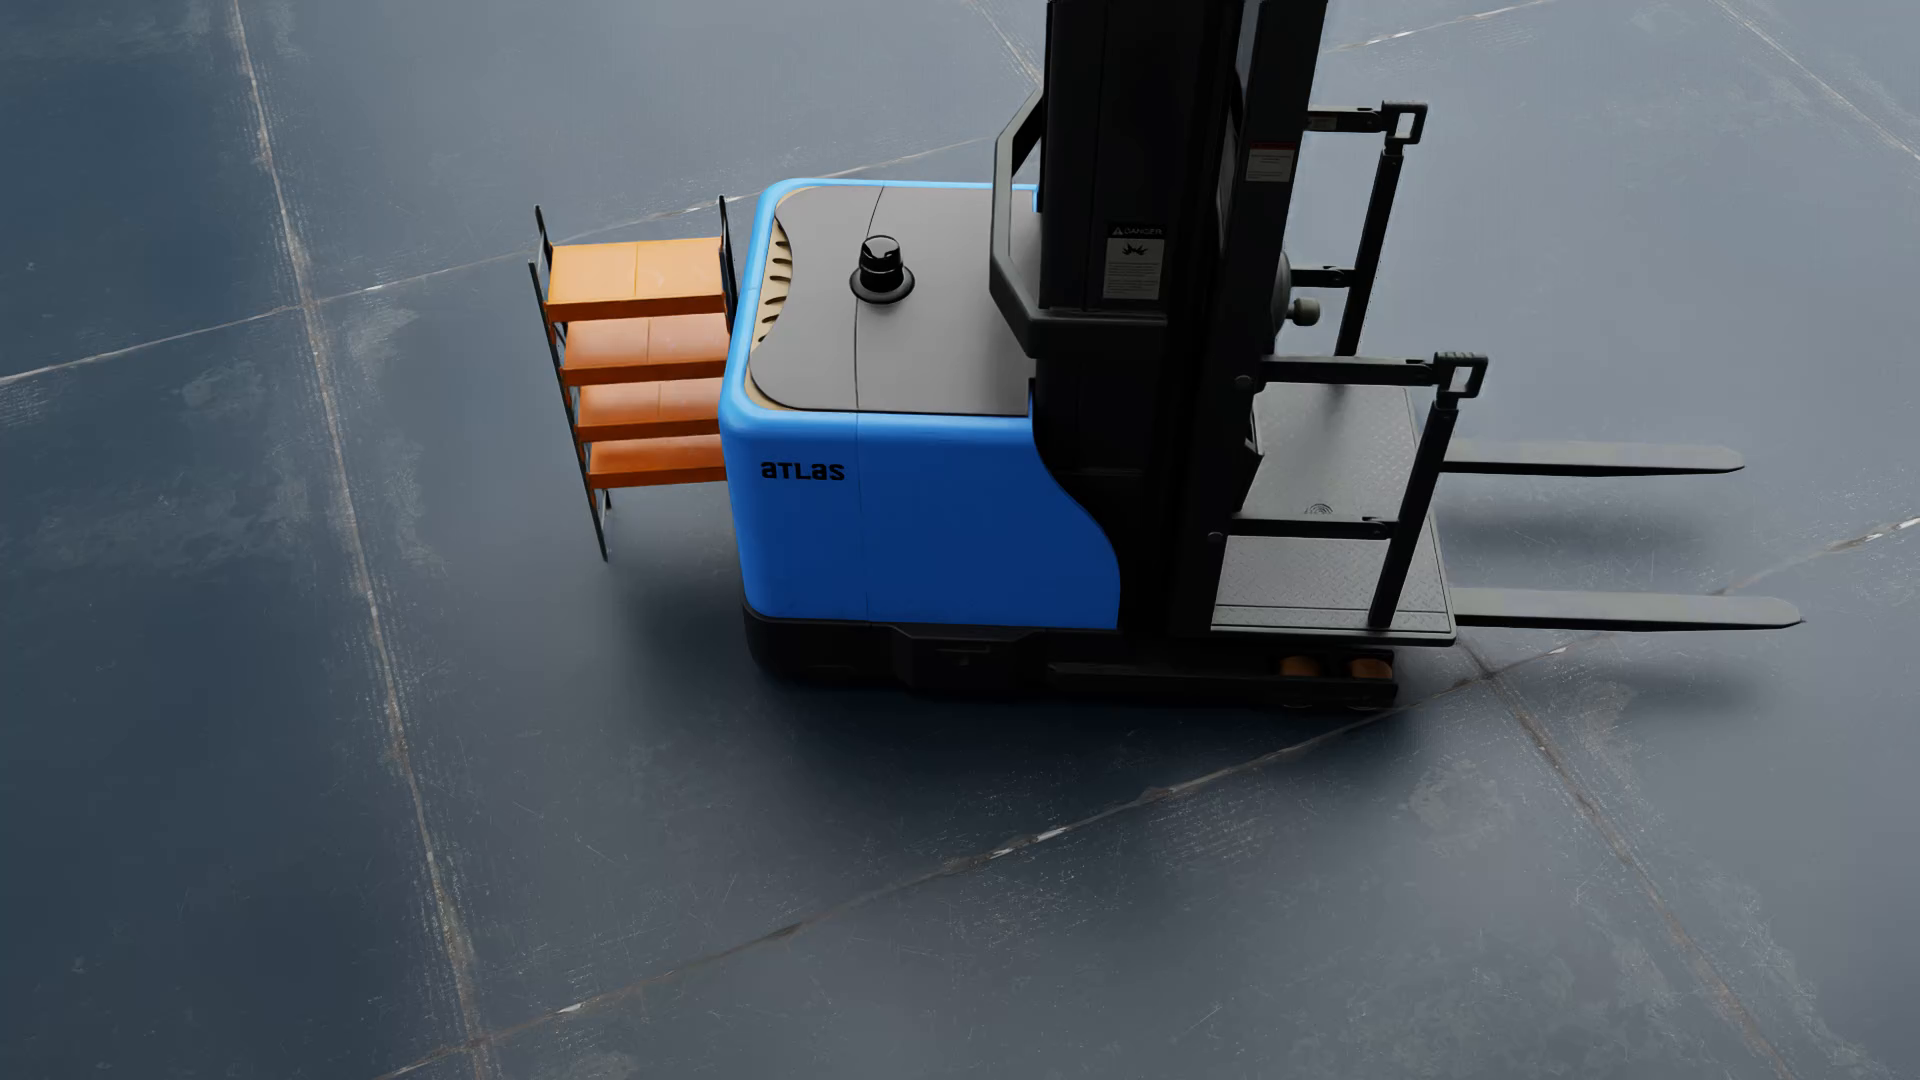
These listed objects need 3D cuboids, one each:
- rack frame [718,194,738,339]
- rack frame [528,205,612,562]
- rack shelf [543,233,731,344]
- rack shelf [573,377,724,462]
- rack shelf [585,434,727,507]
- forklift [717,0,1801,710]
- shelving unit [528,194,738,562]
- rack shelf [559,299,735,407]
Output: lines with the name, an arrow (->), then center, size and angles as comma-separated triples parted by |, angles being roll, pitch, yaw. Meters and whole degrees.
rack frame -> -0.630, -0.447, 4.843 | 0.015, 1.200, 0.240 | -4, 49, -3
rack frame -> -1.116, -0.413, 4.814 | 0.015, 1.200, 0.240 | -4, 49, -3
rack shelf -> -0.873, -0.686, 4.530 | 0.480, 0.148, 0.258 | -4, 49, -3
rack shelf -> -0.873, -0.386, 4.879 | 0.480, 0.148, 0.258 | -4, 49, -3
rack shelf -> -0.873, -0.257, 5.030 | 0.480, 0.148, 0.258 | -4, 49, -3
forklift -> 0.910, -0.876, 4.071 | 3.031, 2.935, 1.130 | 2, 49, 2
shelving unit -> -0.873, -0.430, 4.828 | 0.503, 1.200, 0.258 | -4, 49, -3
rack shelf -> -0.873, -0.532, 4.710 | 0.480, 0.148, 0.258 | -4, 49, -3
